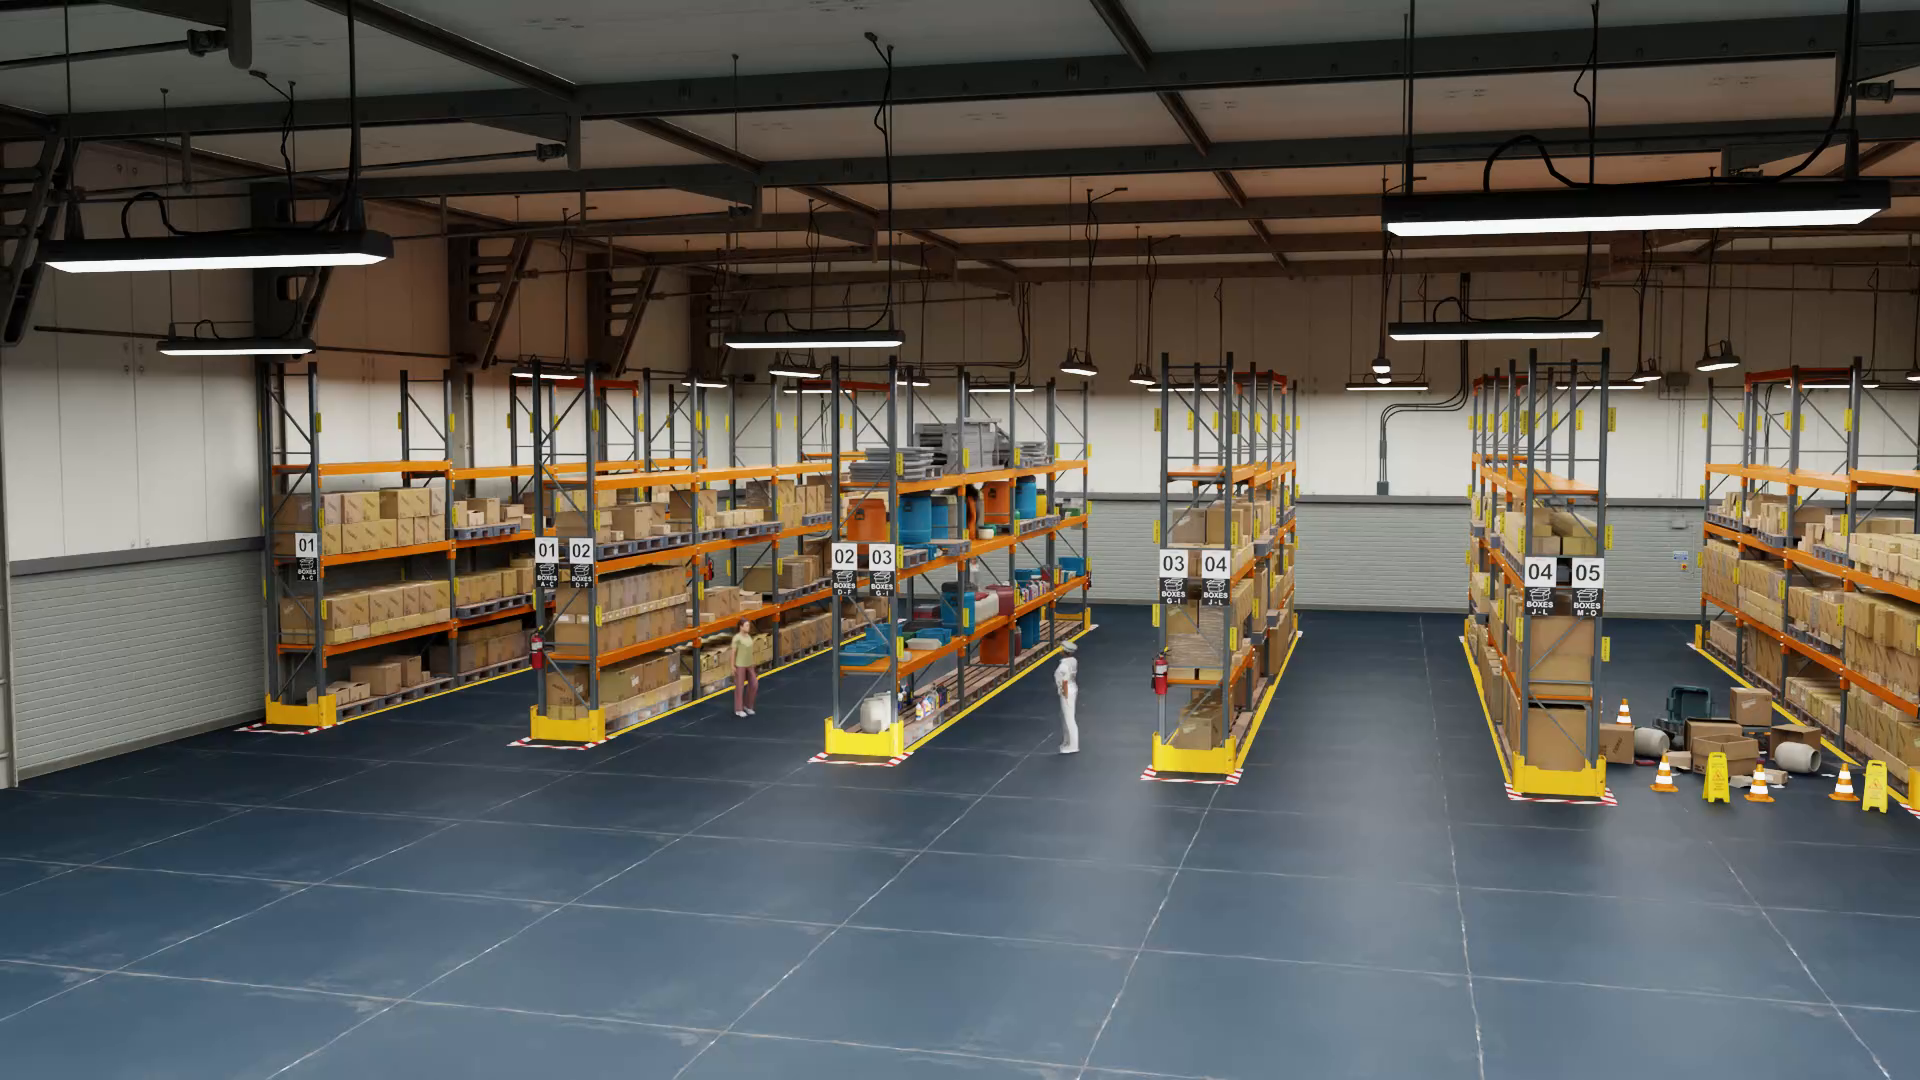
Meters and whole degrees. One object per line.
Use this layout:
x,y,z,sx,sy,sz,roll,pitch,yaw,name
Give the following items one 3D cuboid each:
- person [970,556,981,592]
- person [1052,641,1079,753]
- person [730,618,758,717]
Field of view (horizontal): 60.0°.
0.300,1.163,43.371,0.760,1.555,0.465,2,5,27,person
1.624,2.384,25.342,0.400,1.727,0.620,1,4,9,person
-3.718,2.185,28.475,0.355,1.704,0.539,3,5,34,person
